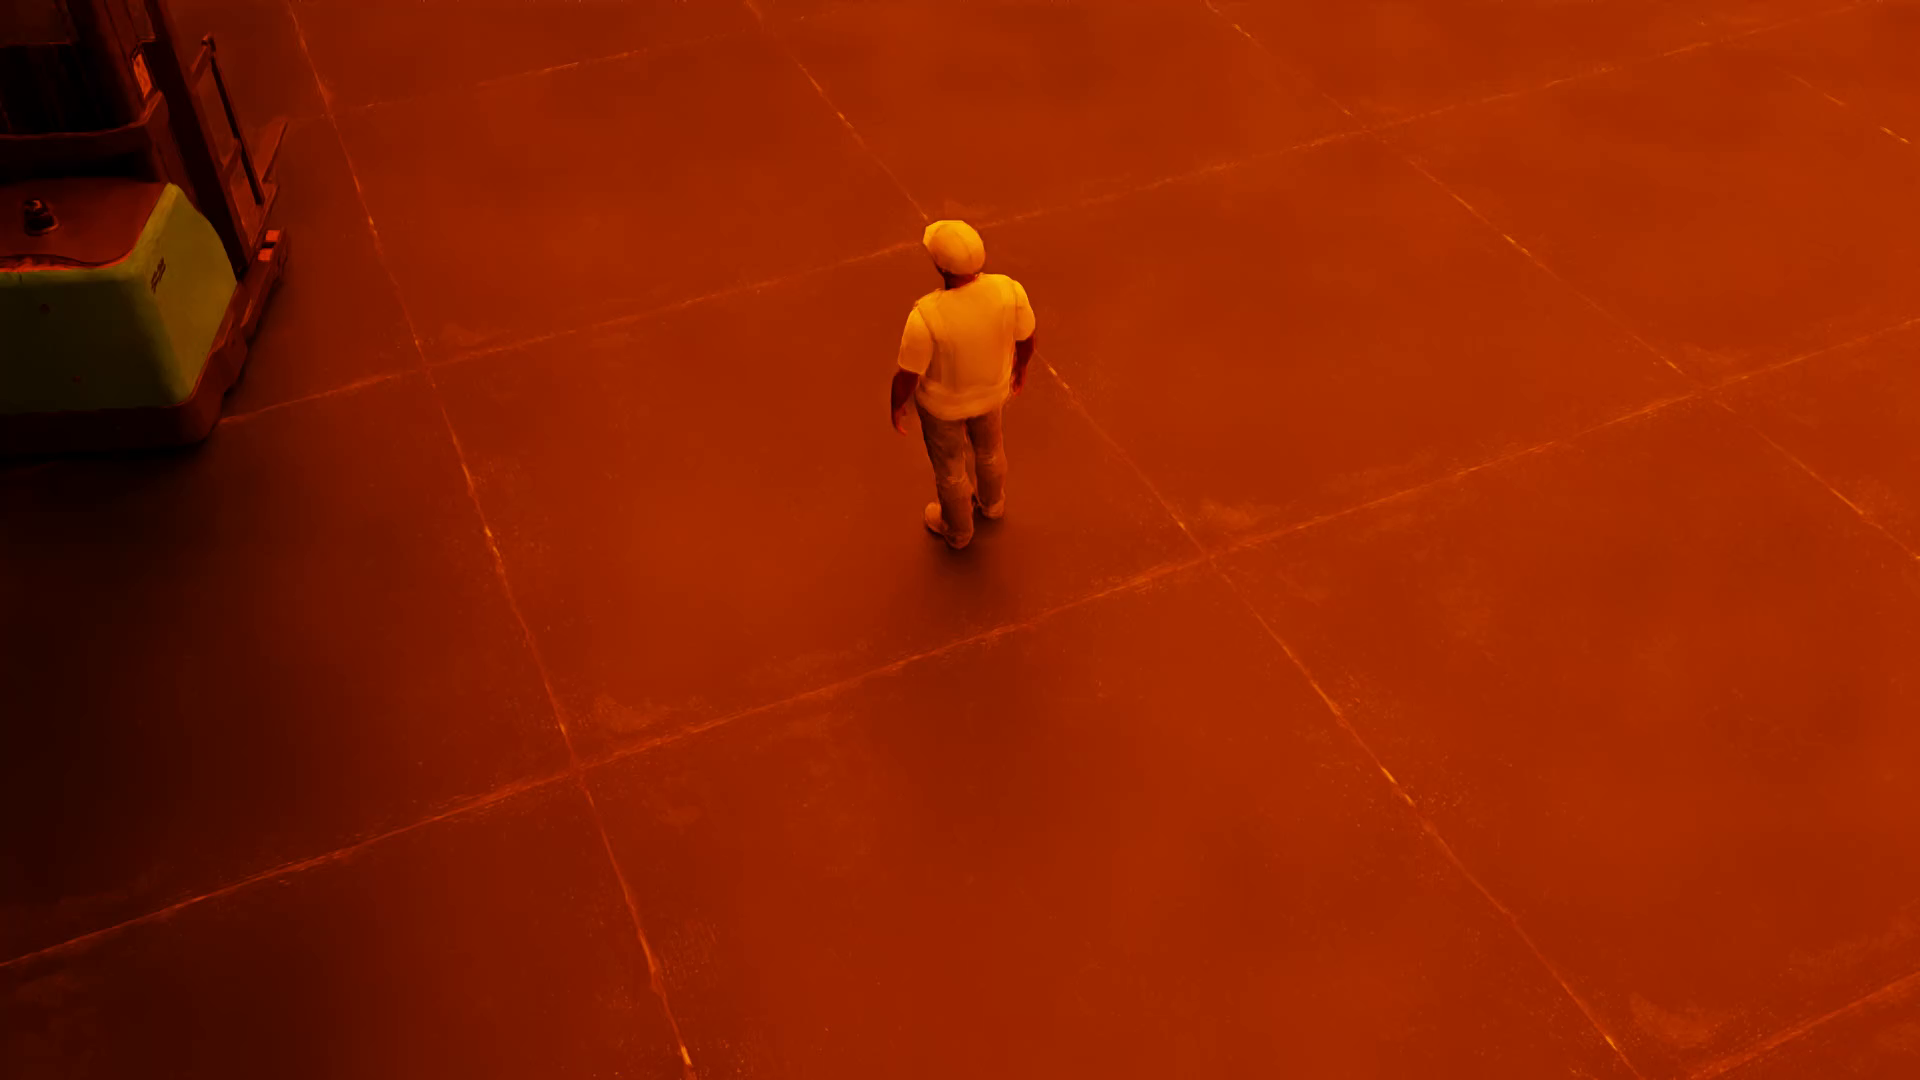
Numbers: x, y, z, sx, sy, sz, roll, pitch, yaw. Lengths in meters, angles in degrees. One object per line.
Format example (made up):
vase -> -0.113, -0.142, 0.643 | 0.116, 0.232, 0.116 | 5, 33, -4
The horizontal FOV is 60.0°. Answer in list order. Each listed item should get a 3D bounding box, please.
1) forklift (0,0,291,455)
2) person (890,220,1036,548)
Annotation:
forklift -> -4.389, -2.491, 8.349 | 1.130, 2.935, 3.031 | -3, 43, -4
person -> -0.024, -0.696, 7.269 | 0.665, 1.766, 0.576 | -18, 46, -18
